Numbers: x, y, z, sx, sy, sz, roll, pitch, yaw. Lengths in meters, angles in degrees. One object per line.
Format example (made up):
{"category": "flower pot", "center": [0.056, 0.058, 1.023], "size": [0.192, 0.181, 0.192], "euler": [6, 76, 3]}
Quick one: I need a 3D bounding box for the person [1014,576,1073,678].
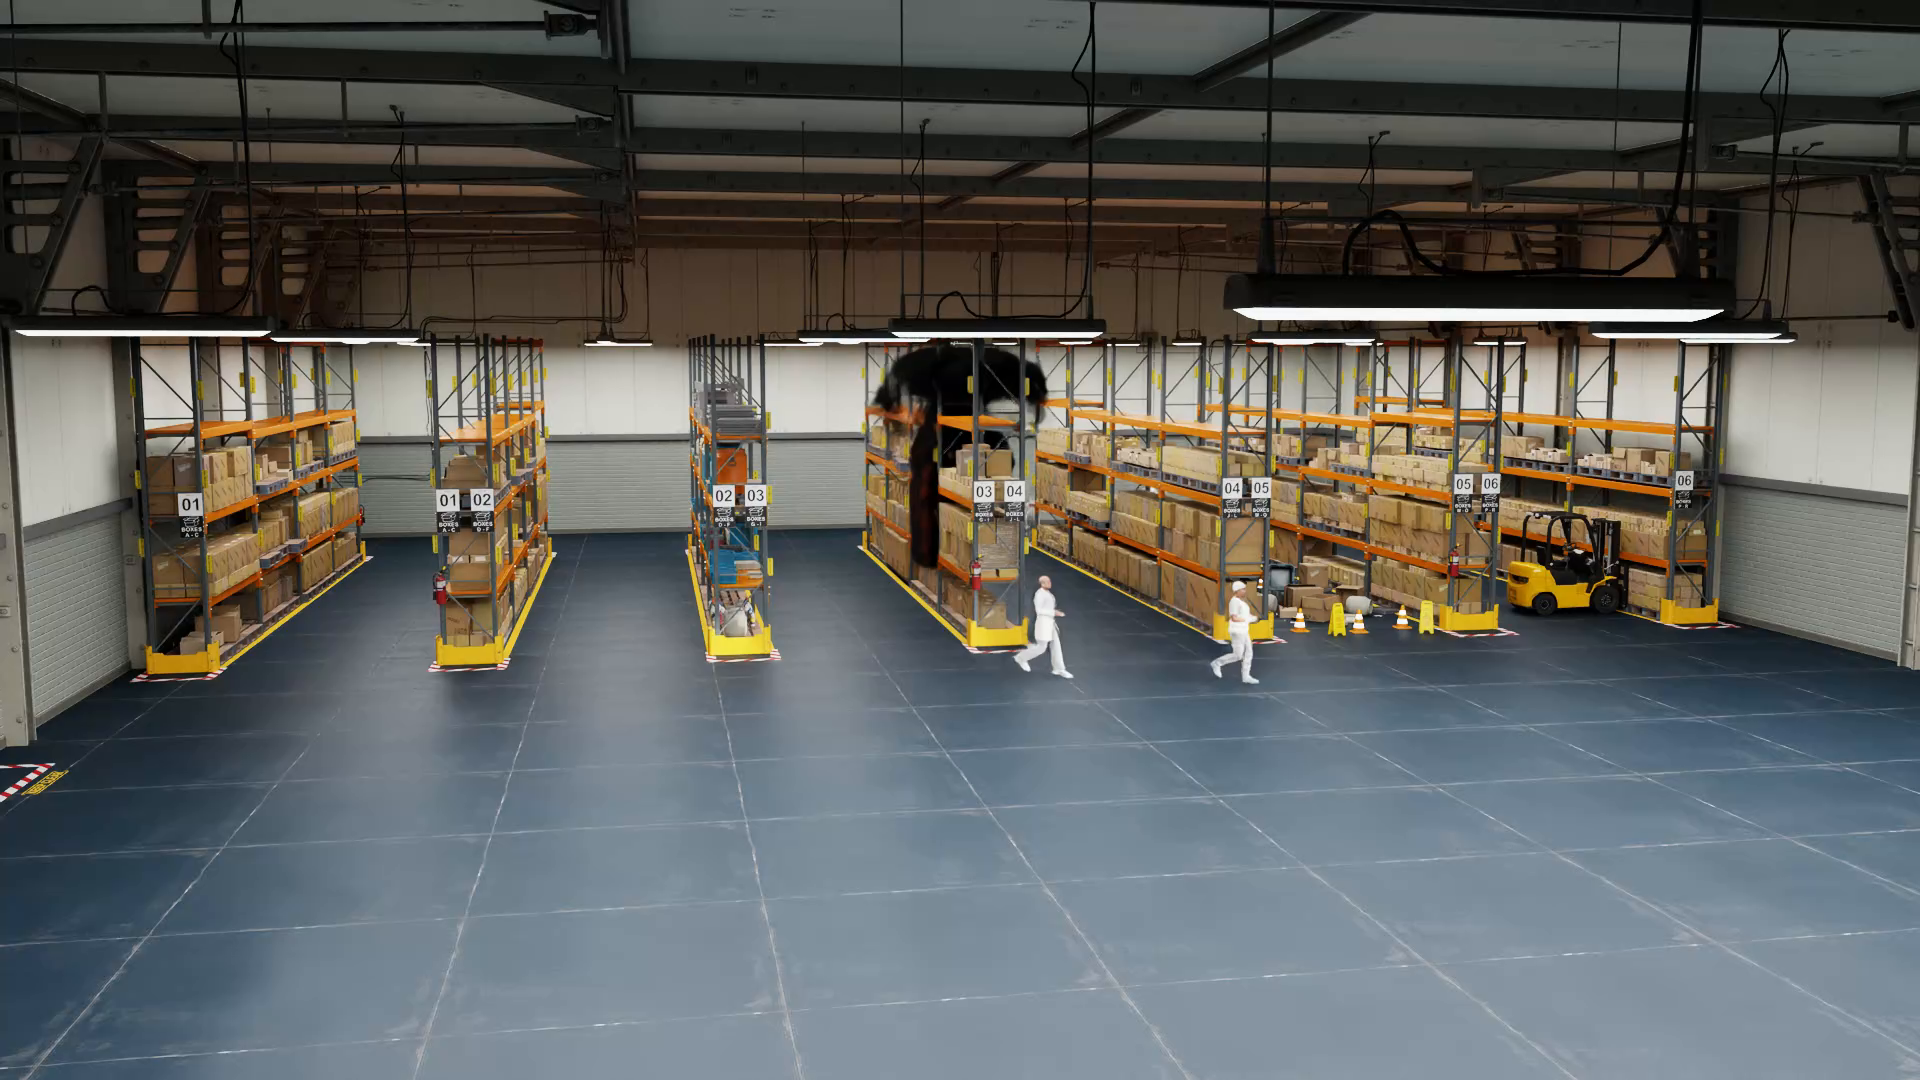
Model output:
{"category": "person", "center": [1.463, 1.511, 29.072], "size": [1.043, 1.790, 0.710], "euler": [2, 7, 18]}

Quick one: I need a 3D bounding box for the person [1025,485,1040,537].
{"category": "person", "center": [2.191, -0.848, 49.607], "size": [0.787, 1.771, 0.688], "euler": [-1, 7, -8]}

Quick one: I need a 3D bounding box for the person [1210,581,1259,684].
{"category": "person", "center": [4.735, 1.577, 28.521], "size": [0.847, 1.759, 0.699], "euler": [3, 7, 22]}

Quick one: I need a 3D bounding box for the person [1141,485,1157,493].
{"category": "person", "center": [5.706, -1.039, 51.149], "size": [0.968, 1.785, 0.657], "euler": [-3, 7, -25]}
